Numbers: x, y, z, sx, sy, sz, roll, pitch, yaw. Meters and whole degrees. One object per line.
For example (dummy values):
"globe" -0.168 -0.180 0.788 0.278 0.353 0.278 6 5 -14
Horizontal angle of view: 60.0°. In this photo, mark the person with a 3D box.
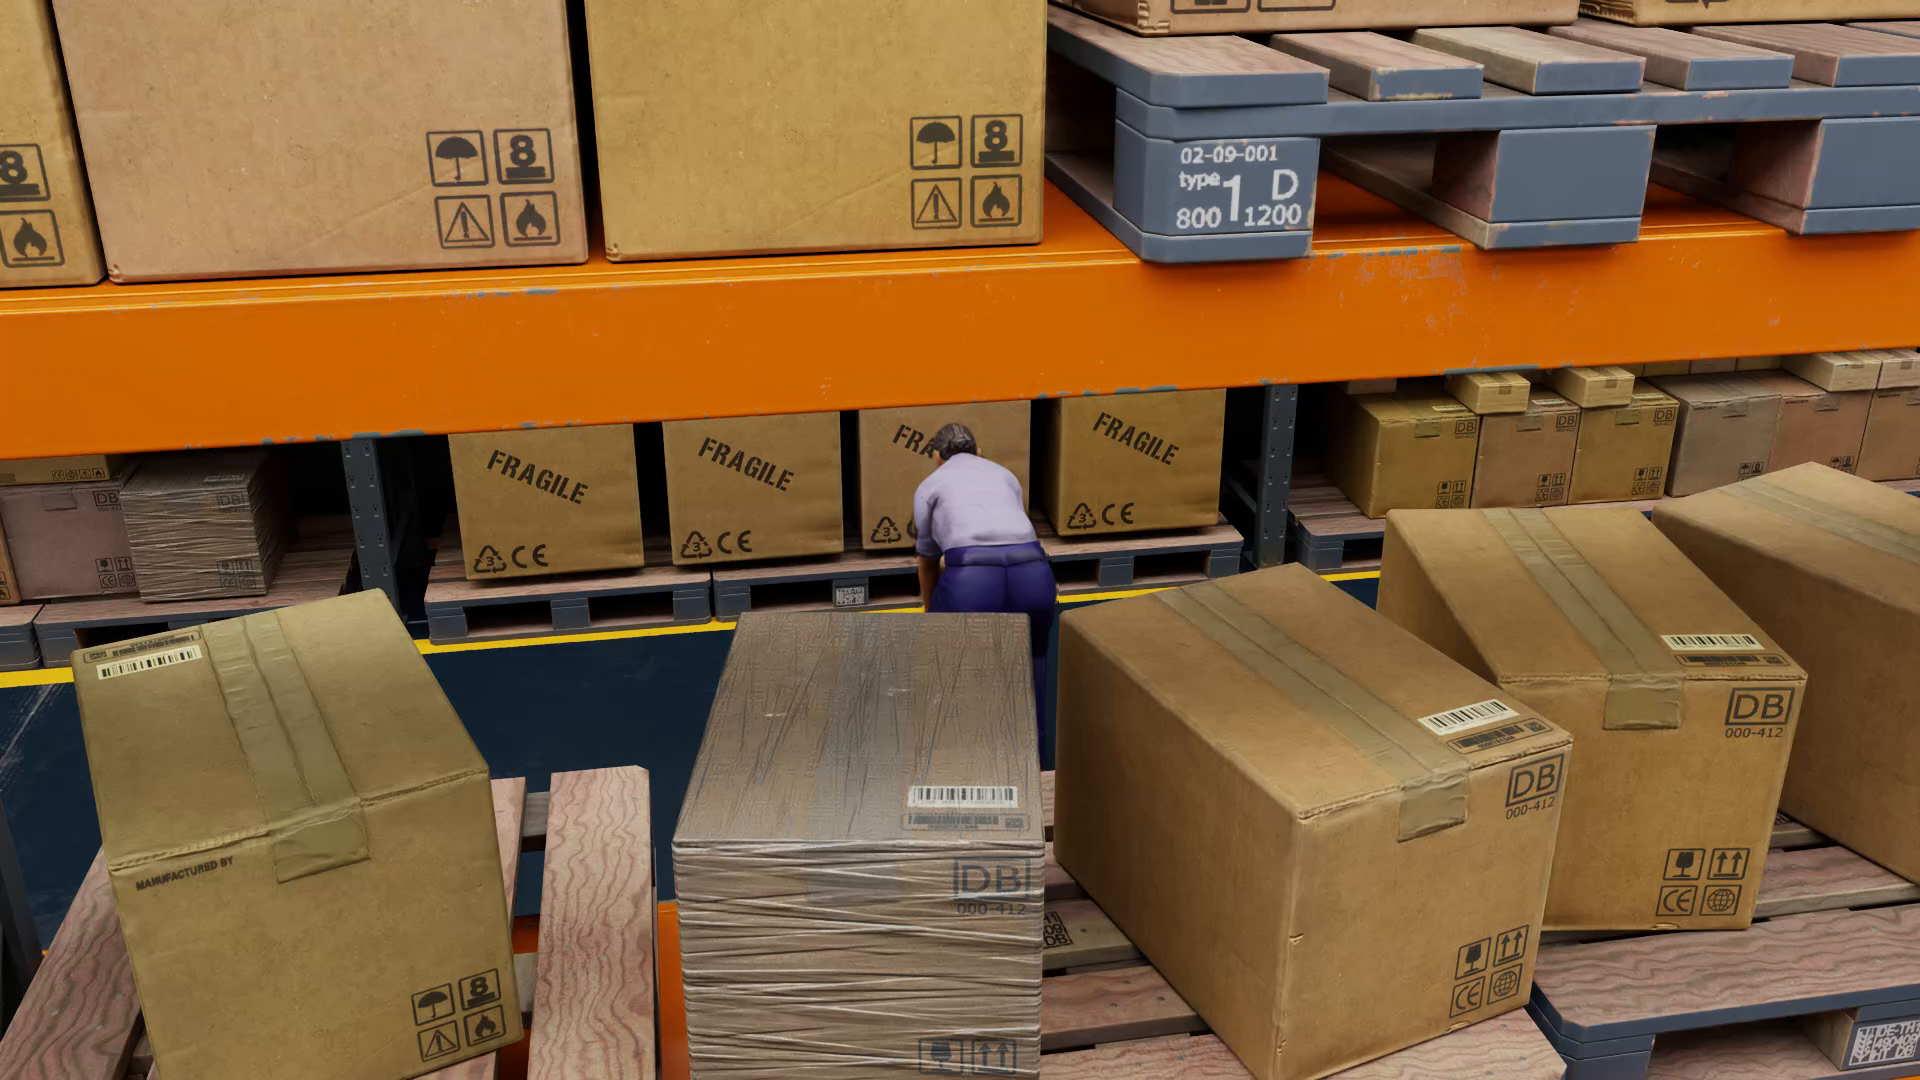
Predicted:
"person" 0.070 0.234 6.156 0.471 1.193 0.813 -5 24 -12
